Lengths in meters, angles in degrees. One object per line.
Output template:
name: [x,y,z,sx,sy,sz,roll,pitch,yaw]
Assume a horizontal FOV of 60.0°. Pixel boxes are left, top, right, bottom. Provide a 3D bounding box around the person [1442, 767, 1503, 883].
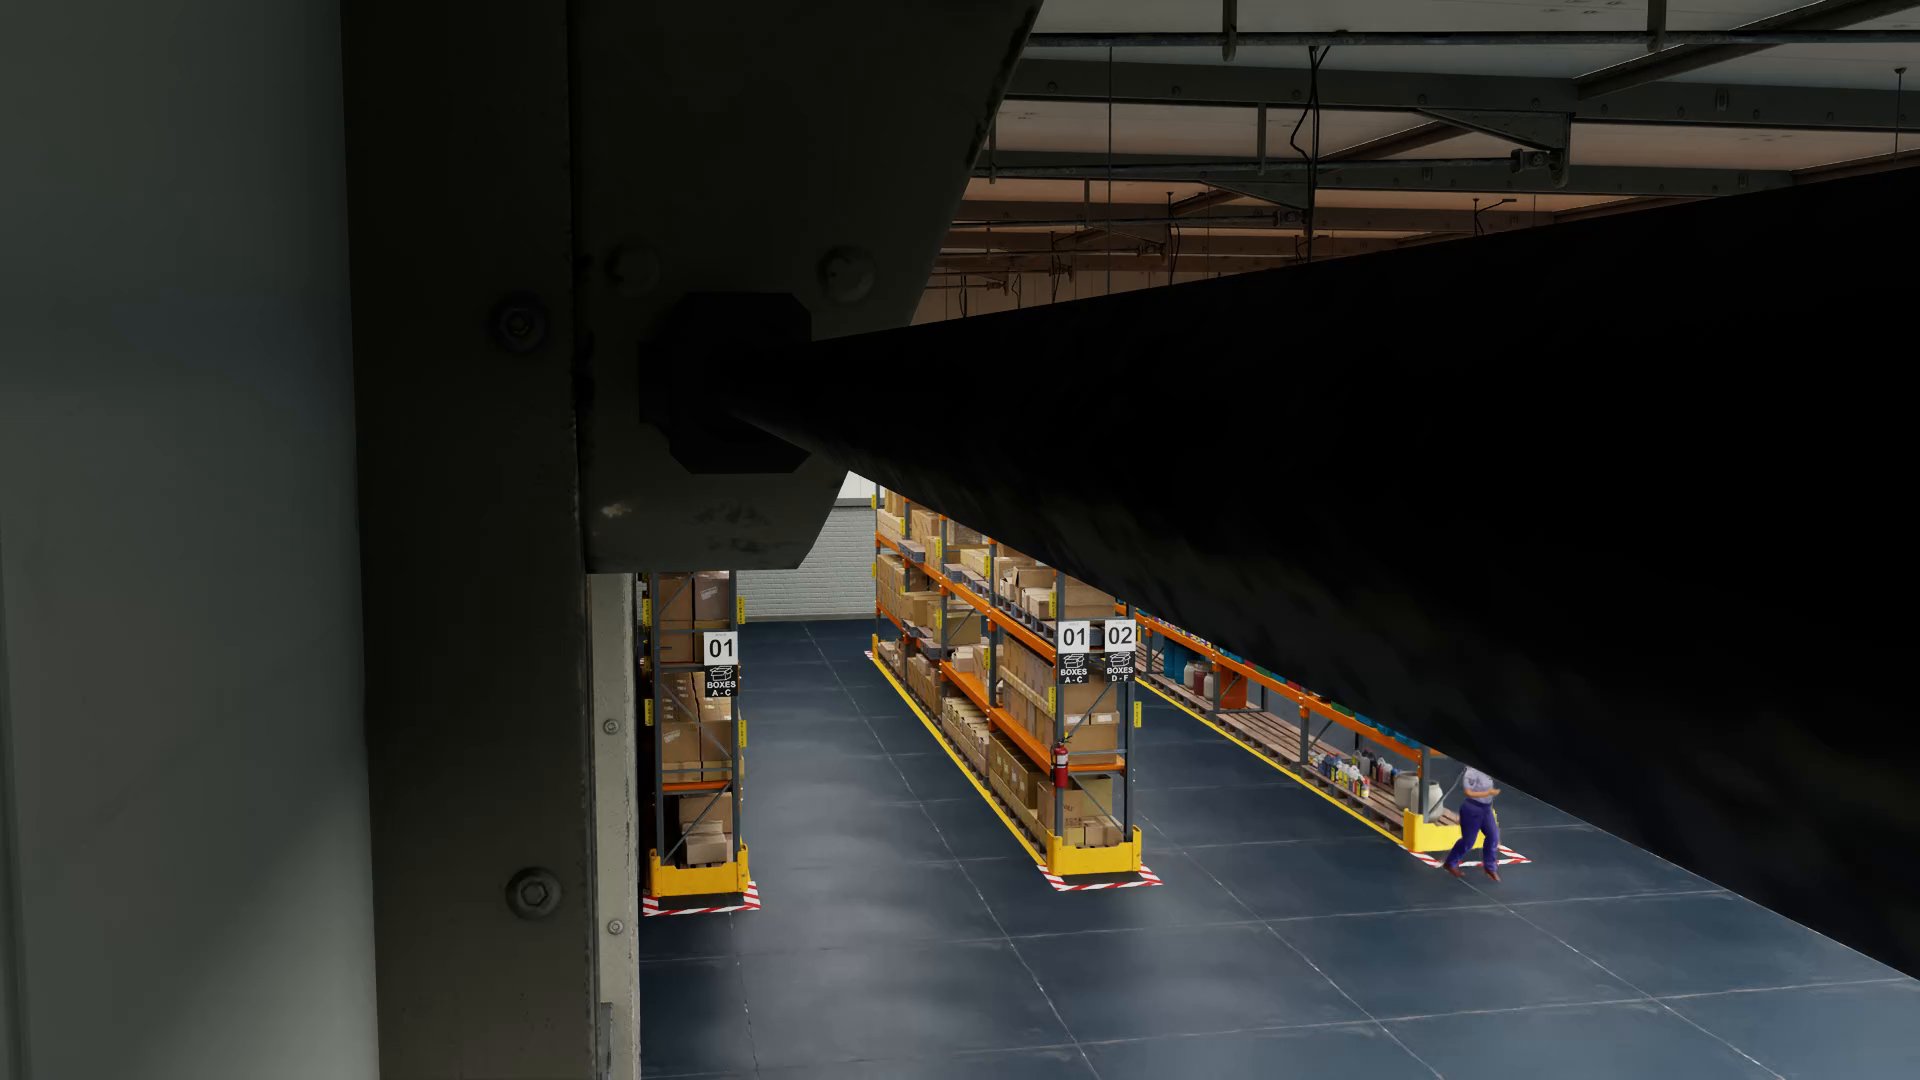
person: [6.362,3.420,20.584,0.692,1.699,0.584,5,7,38]
